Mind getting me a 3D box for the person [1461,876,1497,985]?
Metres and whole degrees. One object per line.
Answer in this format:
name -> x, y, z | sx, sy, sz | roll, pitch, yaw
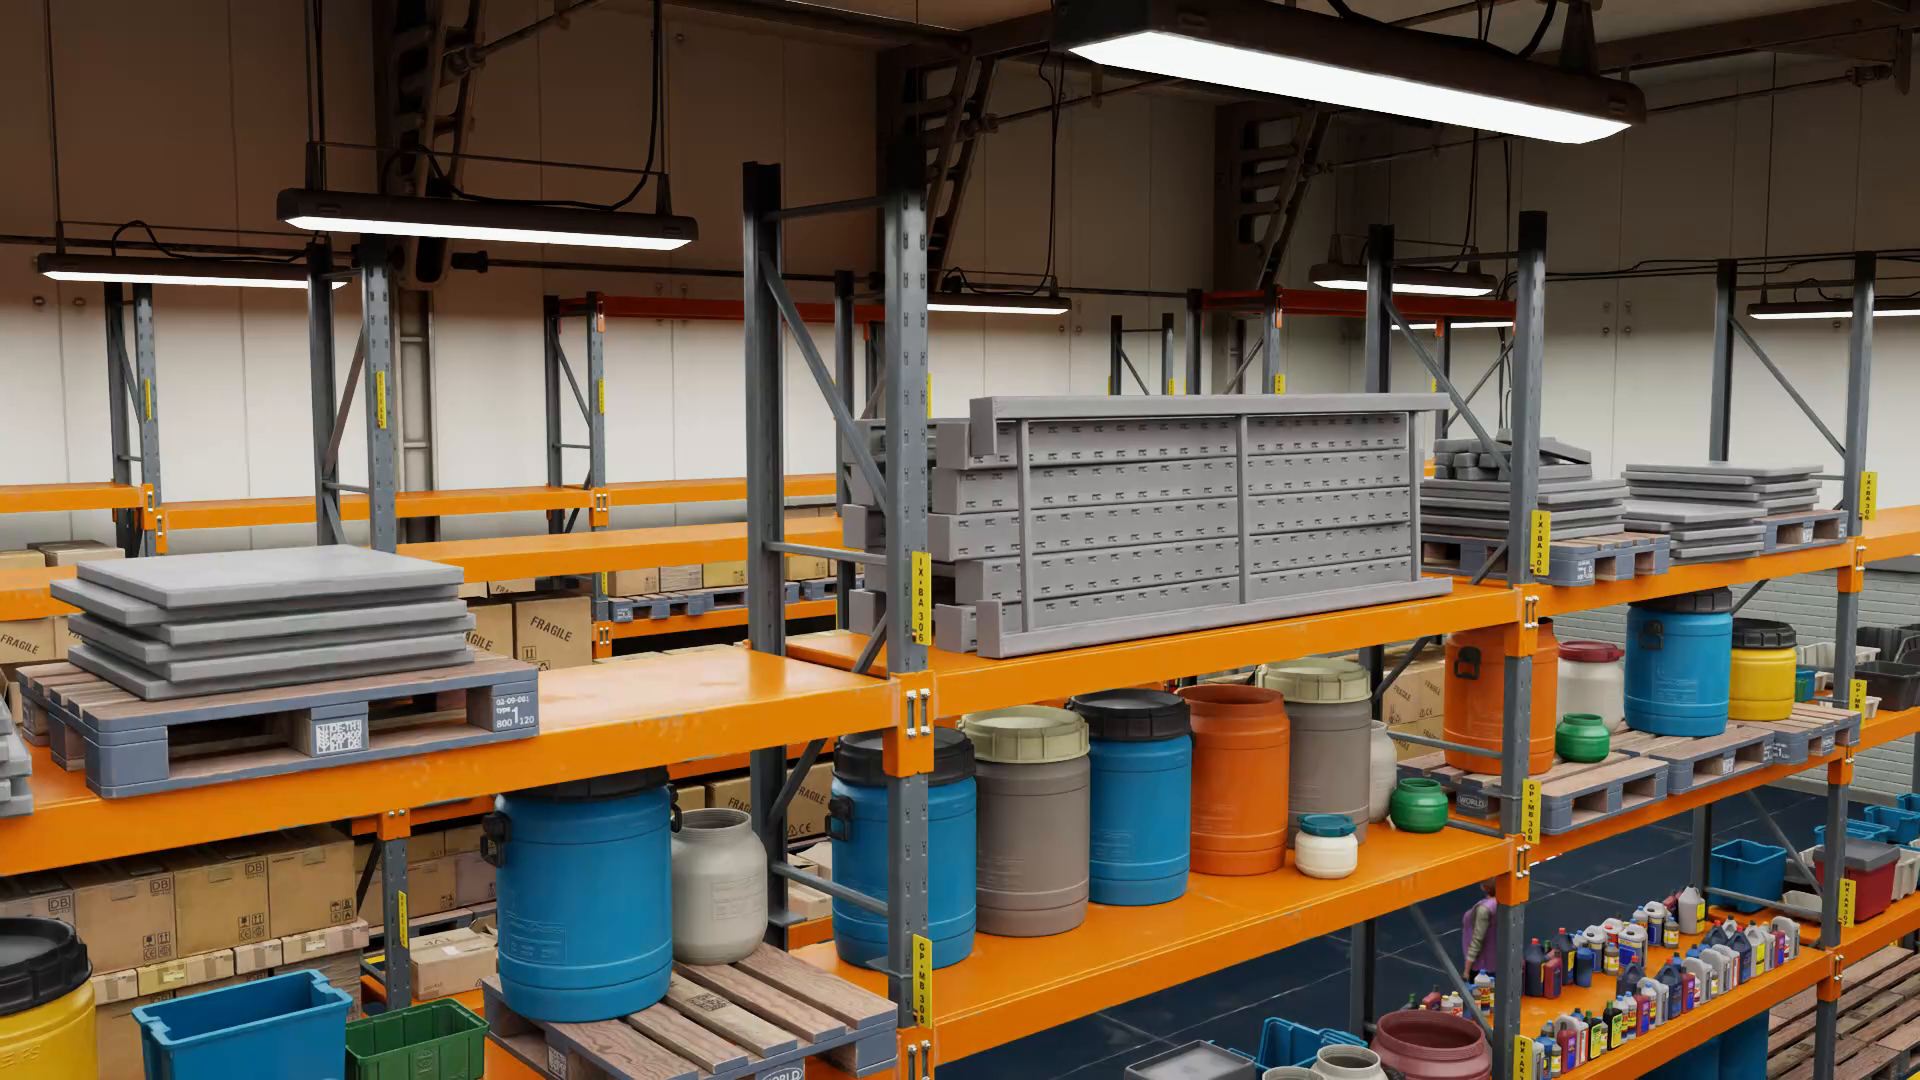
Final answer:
person -> 3.875, 3.197, 12.367 | 0.484, 1.613, 0.434 | 2, 6, 23
